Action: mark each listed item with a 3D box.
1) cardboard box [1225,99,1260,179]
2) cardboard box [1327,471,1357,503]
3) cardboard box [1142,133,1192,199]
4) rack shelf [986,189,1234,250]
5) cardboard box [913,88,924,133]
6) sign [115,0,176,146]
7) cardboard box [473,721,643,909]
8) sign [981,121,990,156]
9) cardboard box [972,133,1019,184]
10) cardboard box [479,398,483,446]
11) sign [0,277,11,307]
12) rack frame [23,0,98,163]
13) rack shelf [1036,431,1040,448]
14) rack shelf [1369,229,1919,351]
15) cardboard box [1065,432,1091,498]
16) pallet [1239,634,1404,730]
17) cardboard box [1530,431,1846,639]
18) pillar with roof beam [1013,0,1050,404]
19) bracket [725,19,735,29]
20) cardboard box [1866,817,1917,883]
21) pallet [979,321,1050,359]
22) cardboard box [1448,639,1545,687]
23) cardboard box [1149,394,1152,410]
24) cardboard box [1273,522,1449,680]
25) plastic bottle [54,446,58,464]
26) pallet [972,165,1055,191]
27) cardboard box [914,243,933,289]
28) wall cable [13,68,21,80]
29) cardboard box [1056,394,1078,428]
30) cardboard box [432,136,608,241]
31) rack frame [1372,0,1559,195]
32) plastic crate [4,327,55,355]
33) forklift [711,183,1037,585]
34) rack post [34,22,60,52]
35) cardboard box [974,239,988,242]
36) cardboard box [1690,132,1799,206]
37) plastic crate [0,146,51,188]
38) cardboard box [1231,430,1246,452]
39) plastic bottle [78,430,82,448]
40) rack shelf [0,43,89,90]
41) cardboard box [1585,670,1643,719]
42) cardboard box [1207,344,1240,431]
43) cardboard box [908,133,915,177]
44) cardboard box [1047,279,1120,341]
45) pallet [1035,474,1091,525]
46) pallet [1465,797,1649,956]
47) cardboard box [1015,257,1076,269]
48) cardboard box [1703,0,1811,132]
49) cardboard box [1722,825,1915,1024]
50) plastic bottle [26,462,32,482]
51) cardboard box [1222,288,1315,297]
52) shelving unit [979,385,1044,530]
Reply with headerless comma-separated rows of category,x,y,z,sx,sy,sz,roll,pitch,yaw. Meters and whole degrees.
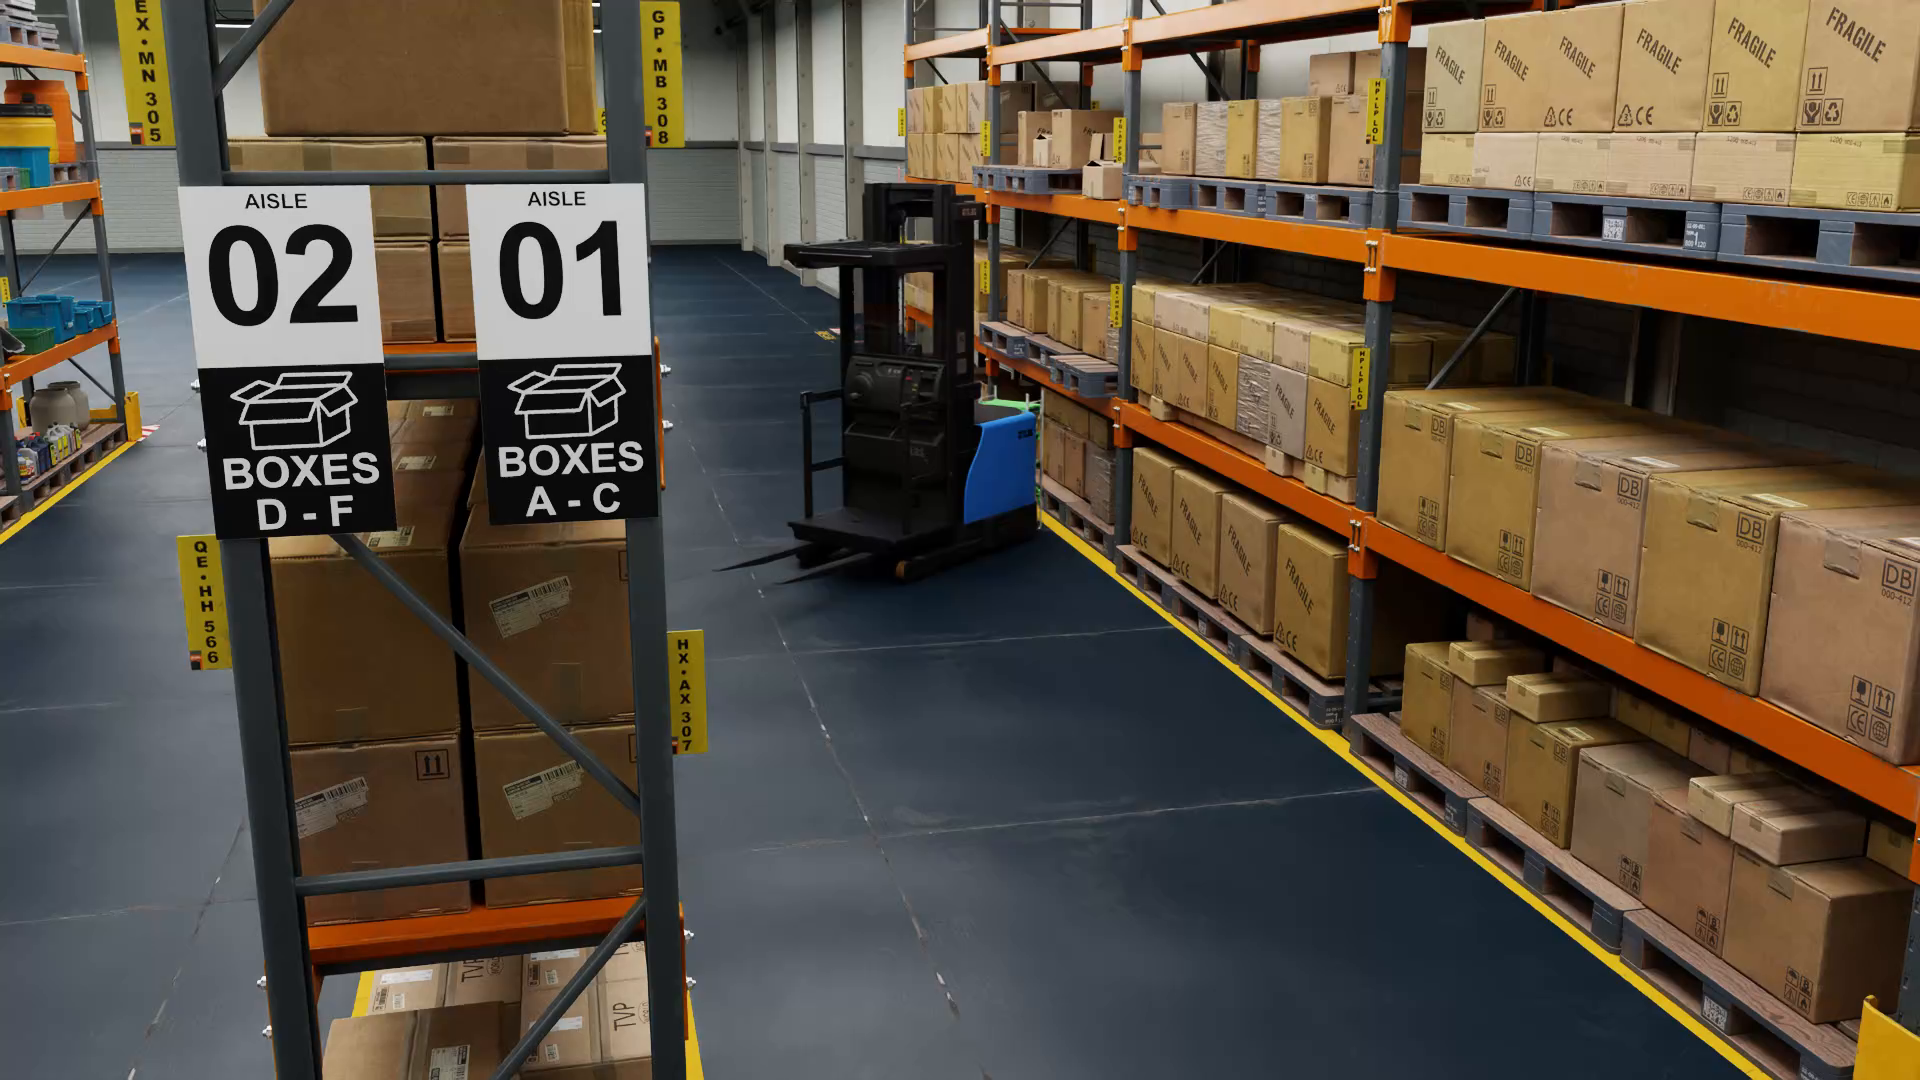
cardboard box,2.177,-2.649,10.990,0.700,0.500,0.500,-3,14,-10
cardboard box,2.300,-0.313,9.373,0.380,0.149,0.250,-3,14,-13
cardboard box,1.769,-2.980,13.230,0.500,0.500,0.500,-3,14,-13
rack shelf,1.245,-2.855,14.486,1.077,0.370,4.000,-3,14,-13
cardboard box,-0.241,-4.911,19.029,0.500,0.500,0.500,-3,14,-14
sign,-1.765,-1.024,3.612,0.100,0.325,0.005,-3,14,-13
cardboard box,-1.068,0.671,4.648,0.500,0.500,0.500,-3,14,-12
sign,0.250,-3.885,16.097,0.100,0.325,0.005,-3,14,-13
cardboard box,0.416,-3.827,16.698,0.500,0.500,0.500,-3,14,-12
cardboard box,-2.201,-0.377,6.831,0.500,0.500,0.500,-4,14,-15
sign,-10.330,-2.684,18.008,0.100,0.325,0.005,-3,14,-13
rack frame,-9.794,-5.493,17.450,1.000,3.000,0.127,-3,14,-13
rack shelf,0.433,-0.867,14.203,0.480,0.148,0.258,10,17,36
rack shelf,3.124,-1.009,6.932,1.077,0.370,4.000,-3,14,-13
cardboard box,1.343,-0.686,14.756,0.700,0.500,0.500,-3,14,-13
pallet,2.400,0.818,10.134,1.003,0.211,1.213,-3,14,-13
cardboard box,3.112,-0.046,7.164,0.980,0.700,0.700,-4,14,-16
pillar with roof beam,-3.343,-5.692,18.265,9.100,9.000,0.400,-3,14,-13
bracket,-6.452,-14.486,46.674,0.235,0.232,0.430,-3,14,-13
cardboard box,3.556,1.117,6.050,0.380,0.149,0.250,-3,14,-13
pallet,0.814,-1.931,15.913,1.003,0.211,1.213,-3,14,-13
cardboard box,2.633,0.600,8.167,0.380,0.149,0.250,-3,14,-11
cardboard box,1.618,-1.026,12.292,0.380,0.149,0.250,-3,14,-12
cardboard box,2.375,0.335,9.881,0.750,0.750,0.750,-3,14,-13
plastic bottle,-8.729,-0.830,15.973,0.097,0.201,0.097,0,14,0
pallet,0.817,-3.426,15.704,1.213,0.211,1.003,-3,14,-13
cardboard box,-0.238,-3.191,19.361,0.500,0.500,0.500,-3,14,-13
wall cable,-26.998,-14.028,45.219,2.305,6.003,0.169,-3,14,-13
cardboard box,1.197,-1.182,15.204,0.500,0.250,0.500,-4,14,-15
cardboard box,-1.088,-0.923,4.328,0.500,0.250,0.500,-3,14,-13
rack frame,2.654,-3.277,8.379,1.000,3.000,0.127,-3,14,-13
plastic crate,-8.899,-1.882,15.757,0.450,0.188,0.662,-3,14,-13
forklift,-0.640,-1.234,12.801,1.130,2.935,3.031,10,17,36
rack post,-9.740,-5.069,16.767,0.937,0.300,0.954,-2,14,-7
cardboard box,0.153,-3.335,19.952,0.500,0.500,0.500,-3,14,-14
cardboard box,3.040,-1.351,6.037,0.500,0.250,0.500,-4,14,-15
plastic crate,-9.053,-3.605,16.076,0.392,0.384,0.575,-3,14,-13
cardboard box,1.993,-0.670,10.836,0.380,0.149,0.250,-3,14,-11
plastic bottle,-8.936,-1.034,16.808,0.097,0.201,0.097,0,14,0
rack shelf,-9.324,-4.488,15.695,1.077,0.370,4.000,-3,14,-13
cardboard box,3.136,0.707,7.729,0.380,0.149,0.250,-3,14,-13
cardboard box,1.940,-1.006,10.846,0.500,0.500,0.500,-3,14,-12
cardboard box,-0.328,-4.555,19.679,0.500,0.500,0.500,-3,14,-12
cardboard box,1.171,-2.072,14.949,0.700,0.500,0.500,-1,14,-5
pallet,1.250,-0.392,15.087,1.003,0.211,1.213,-3,14,-13
pallet,3.047,1.454,7.532,1.003,0.211,1.213,-3,14,-13
cardboard box,0.868,-2.629,17.063,0.500,0.500,0.500,-4,14,-14
cardboard box,3.050,-1.711,5.929,0.500,0.500,0.500,-3,14,-11
cardboard box,3.332,1.414,6.199,0.700,0.500,0.500,-3,14,-13
plastic bottle,-8.527,-0.632,15.162,0.097,0.201,0.097,0,14,0
cardboard box,2.192,-1.643,11.871,0.500,0.250,0.500,-4,14,-15
shelving unit,0.433,-0.695,14.244,0.503,1.200,0.258,10,17,36
